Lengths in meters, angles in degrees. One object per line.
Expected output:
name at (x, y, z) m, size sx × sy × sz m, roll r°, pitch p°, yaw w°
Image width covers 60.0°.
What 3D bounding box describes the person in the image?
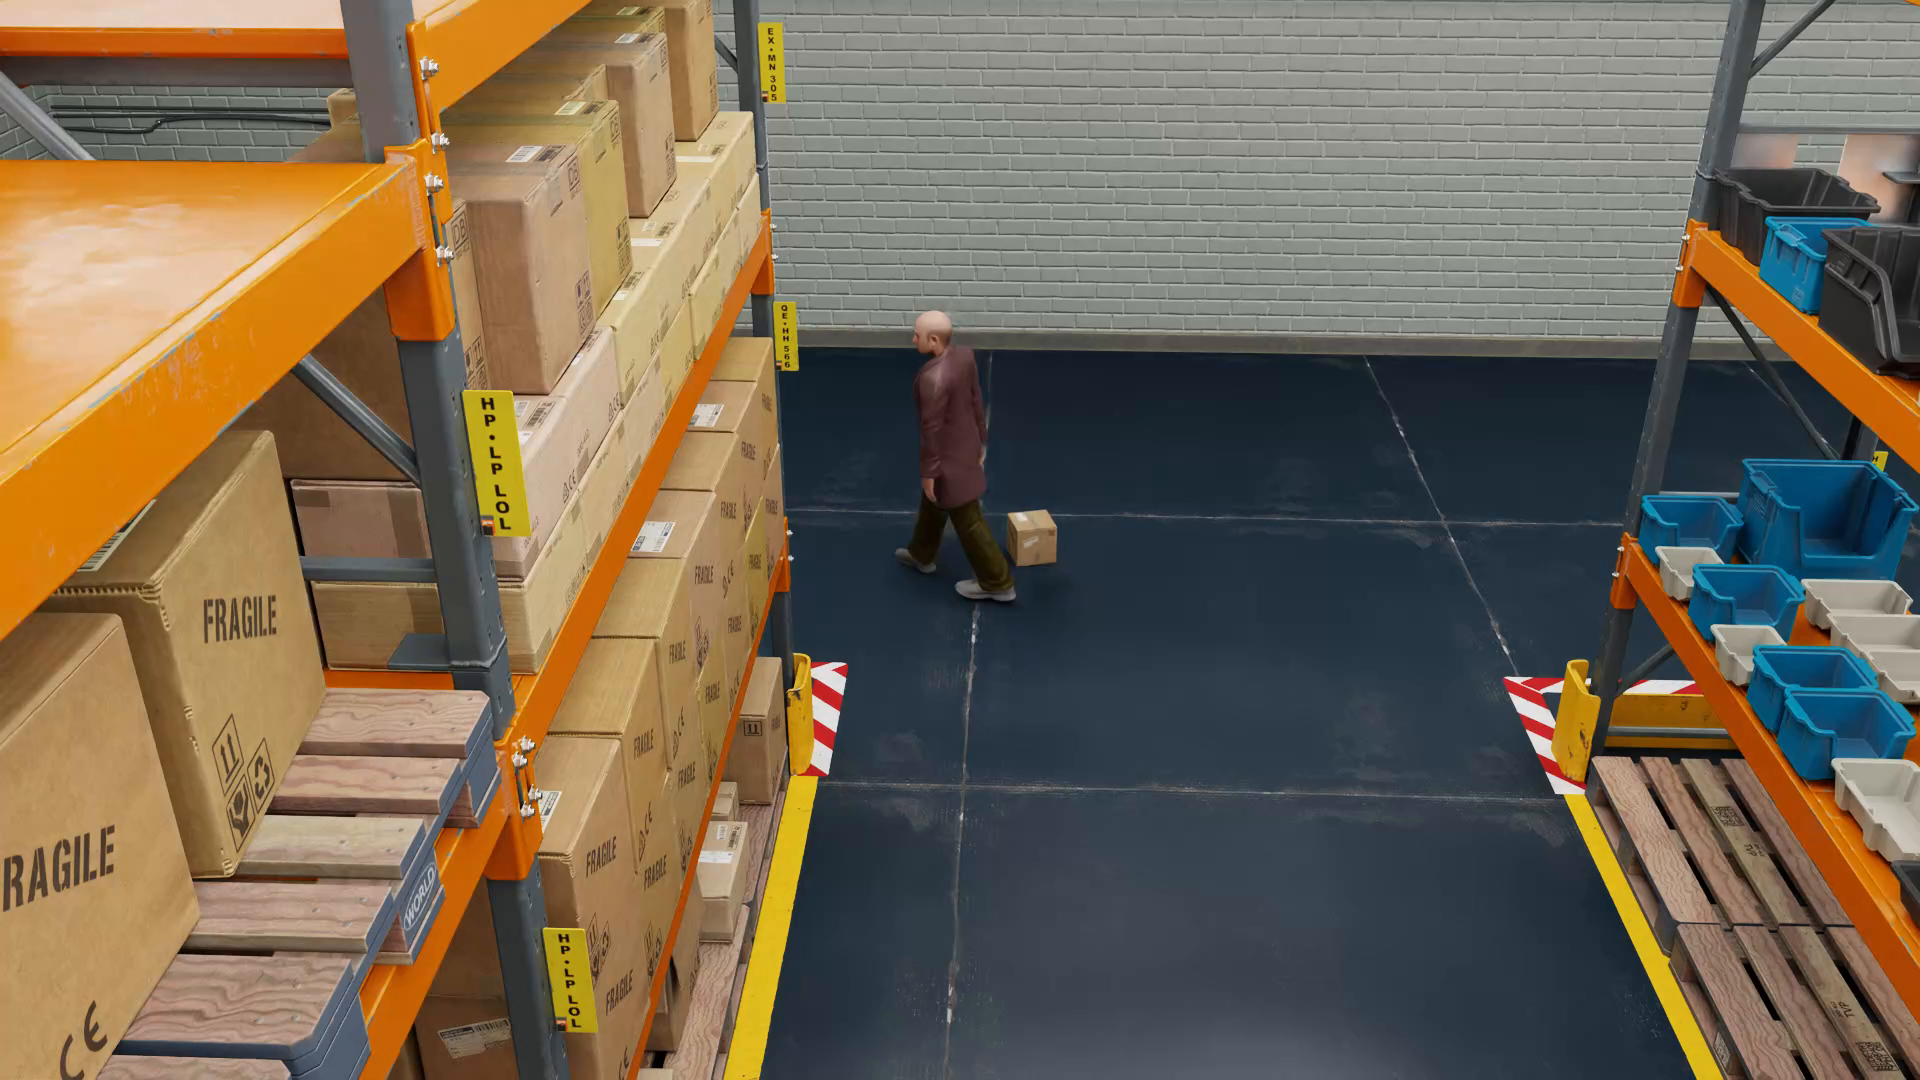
person at (-0.080, -0.484, 9.577) m, size 0.904 × 1.758 × 0.639 m, roll 10°, pitch 29°, yaw 18°
